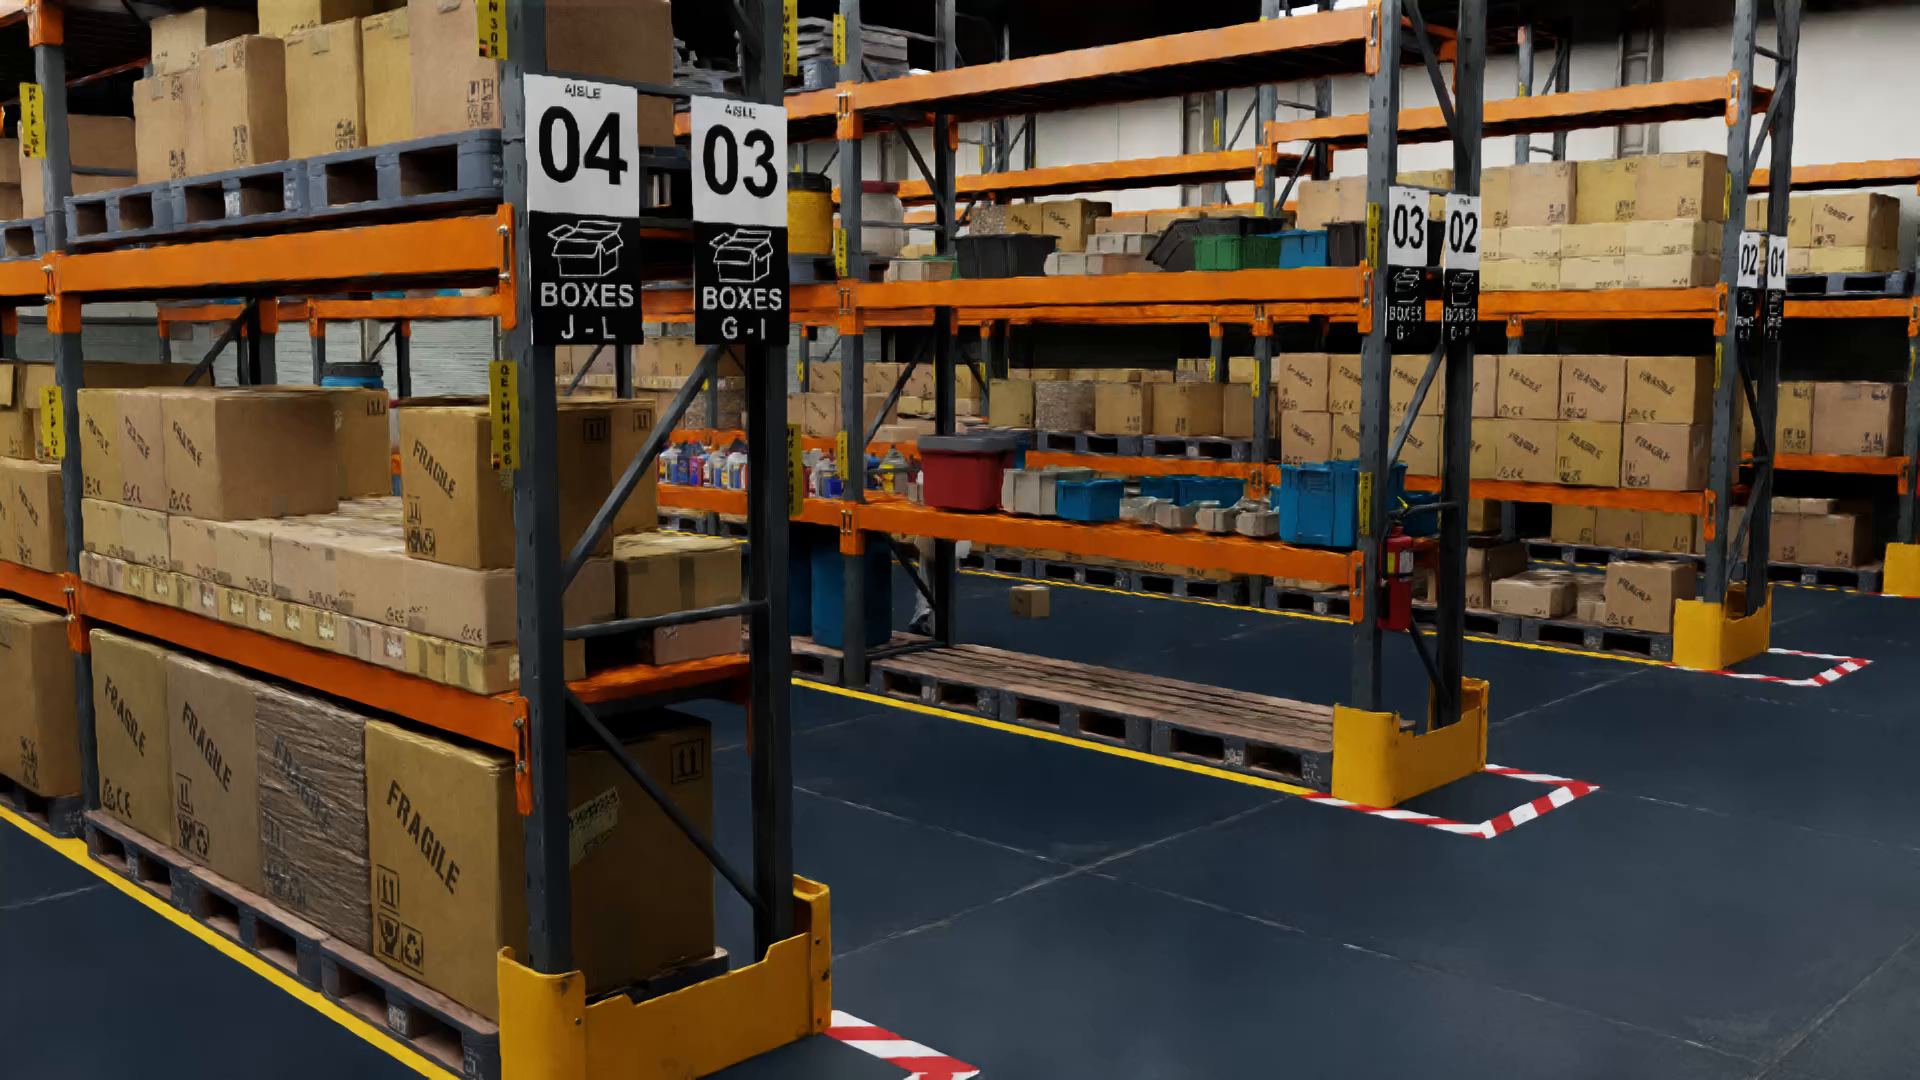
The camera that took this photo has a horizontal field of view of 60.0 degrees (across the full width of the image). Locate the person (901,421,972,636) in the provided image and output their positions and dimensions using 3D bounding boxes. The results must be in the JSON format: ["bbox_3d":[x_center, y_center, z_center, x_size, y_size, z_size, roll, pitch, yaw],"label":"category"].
[{"bbox_3d":[-0.131,-0.106,13.731,0.729,1.749,0.549,-1,7,-6],"label":"person"}]
